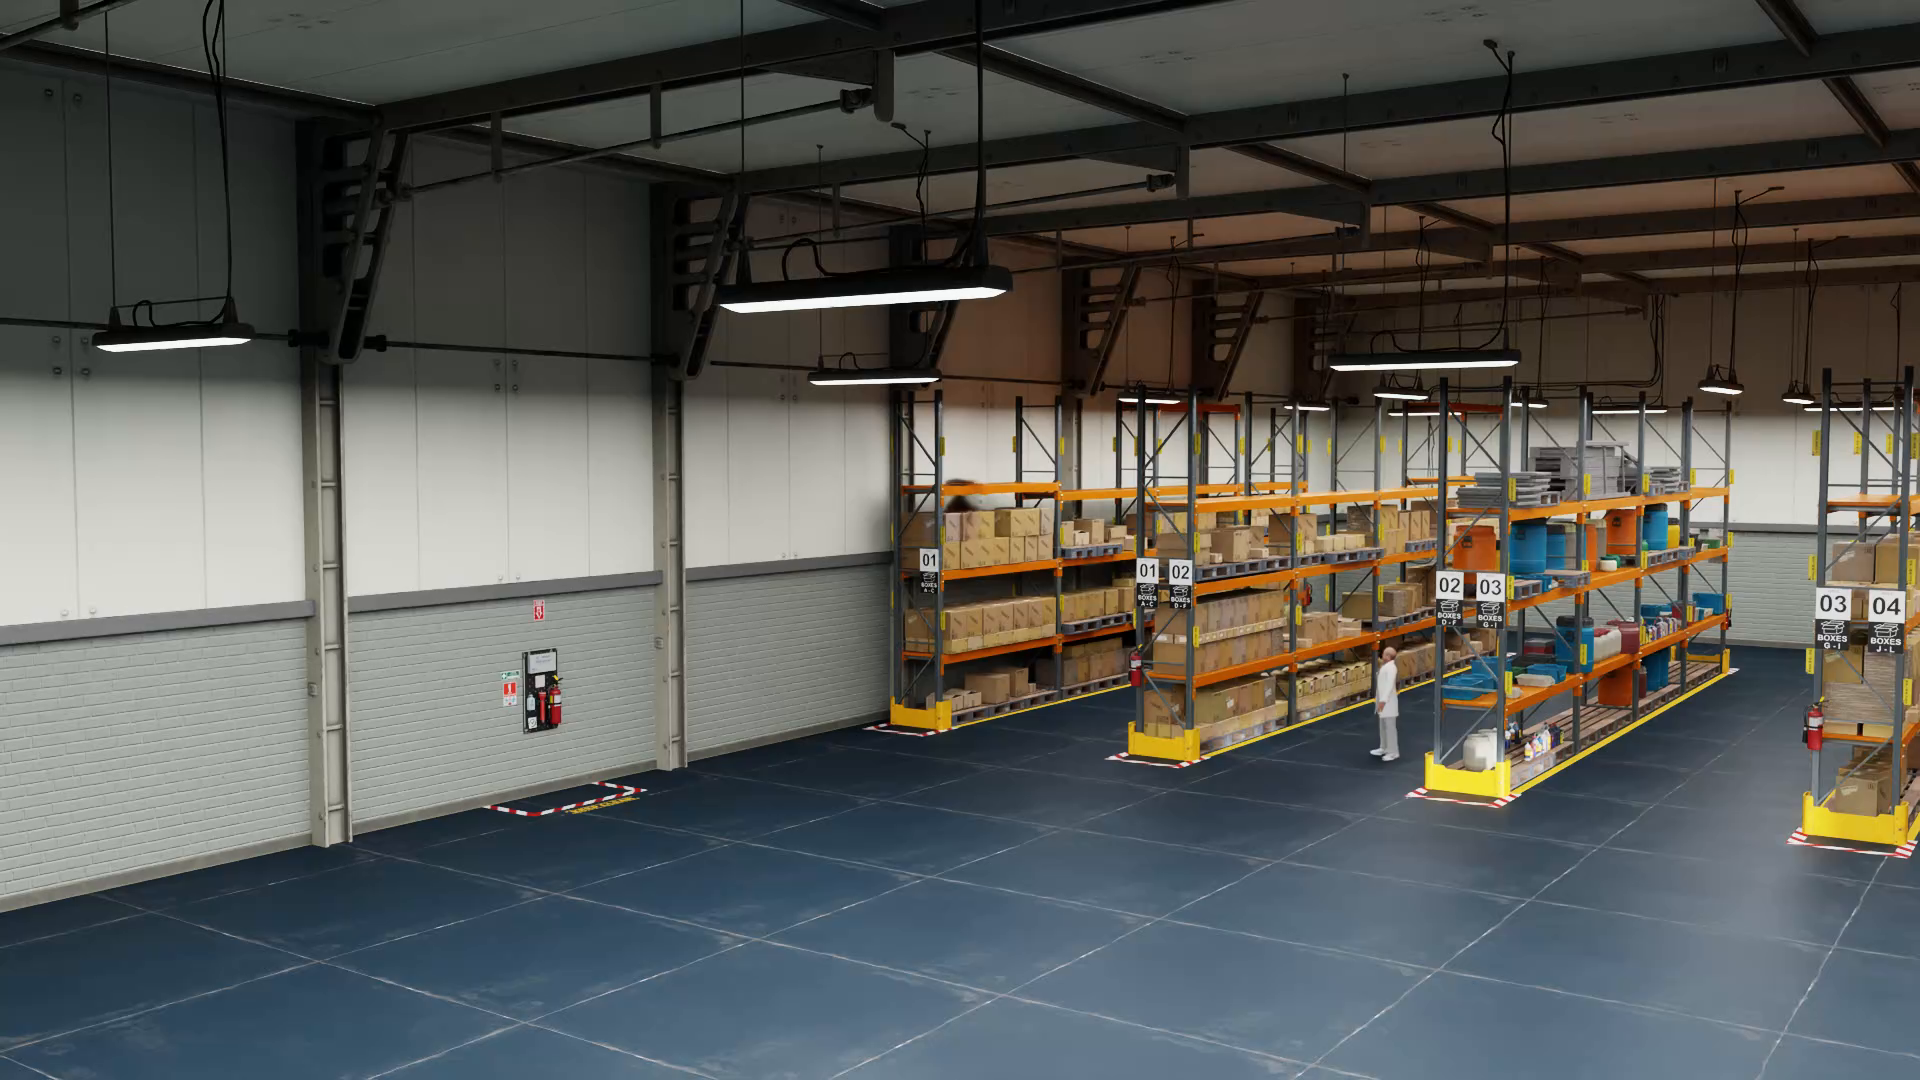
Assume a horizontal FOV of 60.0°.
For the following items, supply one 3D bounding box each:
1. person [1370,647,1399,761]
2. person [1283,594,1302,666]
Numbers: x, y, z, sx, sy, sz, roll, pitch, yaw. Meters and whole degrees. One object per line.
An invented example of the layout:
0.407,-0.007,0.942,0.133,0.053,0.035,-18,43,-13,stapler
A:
6.849,2.626,26.772,0.436,1.820,0.594,0,3,-8,person
7.562,2.051,38.094,0.480,1.605,1.004,3,4,41,person
